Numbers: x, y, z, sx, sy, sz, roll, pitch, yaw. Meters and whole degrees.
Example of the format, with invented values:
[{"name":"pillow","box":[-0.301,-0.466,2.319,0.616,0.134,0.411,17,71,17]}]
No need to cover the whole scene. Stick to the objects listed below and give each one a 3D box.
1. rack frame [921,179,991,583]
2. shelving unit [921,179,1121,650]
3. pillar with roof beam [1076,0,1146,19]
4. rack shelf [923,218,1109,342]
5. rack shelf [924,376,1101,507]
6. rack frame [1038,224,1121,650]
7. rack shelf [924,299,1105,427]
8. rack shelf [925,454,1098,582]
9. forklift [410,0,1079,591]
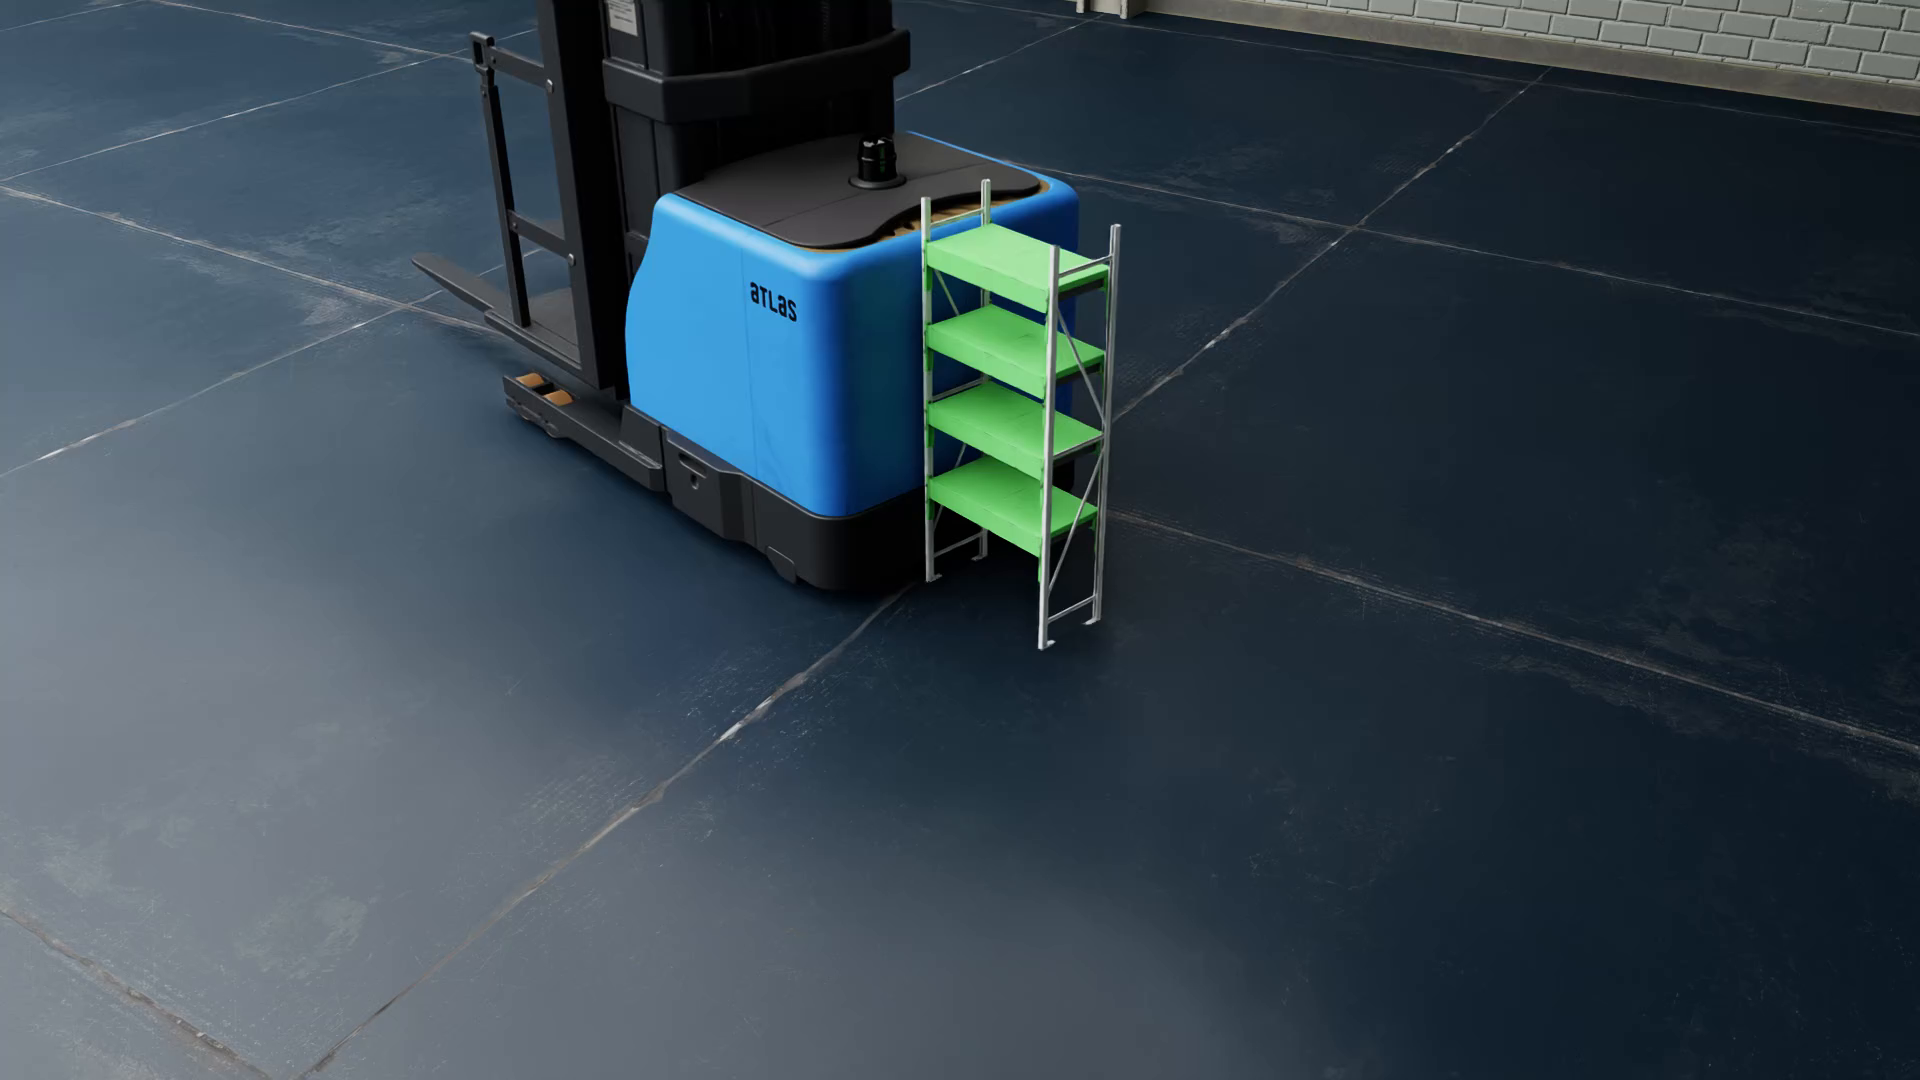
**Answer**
[{"name":"rack frame","box":[-0.010,-0.431,4.798,0.240,1.200,0.015,-24,38,-35]},{"name":"shelving unit","box":[0.154,-0.339,4.641,0.258,1.200,0.503,-24,38,-35]},{"name":"pillar with roof beam","box":[-1.235,-5.722,6.128,0.400,9.000,9.100,18,35,27]},{"name":"rack shelf","box":[0.154,-0.699,4.431,0.258,0.148,0.480,-24,38,-35]},{"name":"rack shelf","box":[0.154,-0.284,4.673,0.258,0.148,0.480,-24,38,-35]},{"name":"rack frame","box":[0.317,-0.248,4.484,0.240,1.200,0.015,-24,38,-35]},{"name":"rack shelf","box":[0.154,-0.492,4.552,0.258,0.148,0.480,-24,38,-35]},{"name":"rack shelf","box":[0.154,-0.077,4.794,0.258,0.148,0.480,-24,38,-35]},{"name":"forklift","box":[-0.987,-1.777,5.387,1.130,2.935,3.031,-24,38,-35]}]
